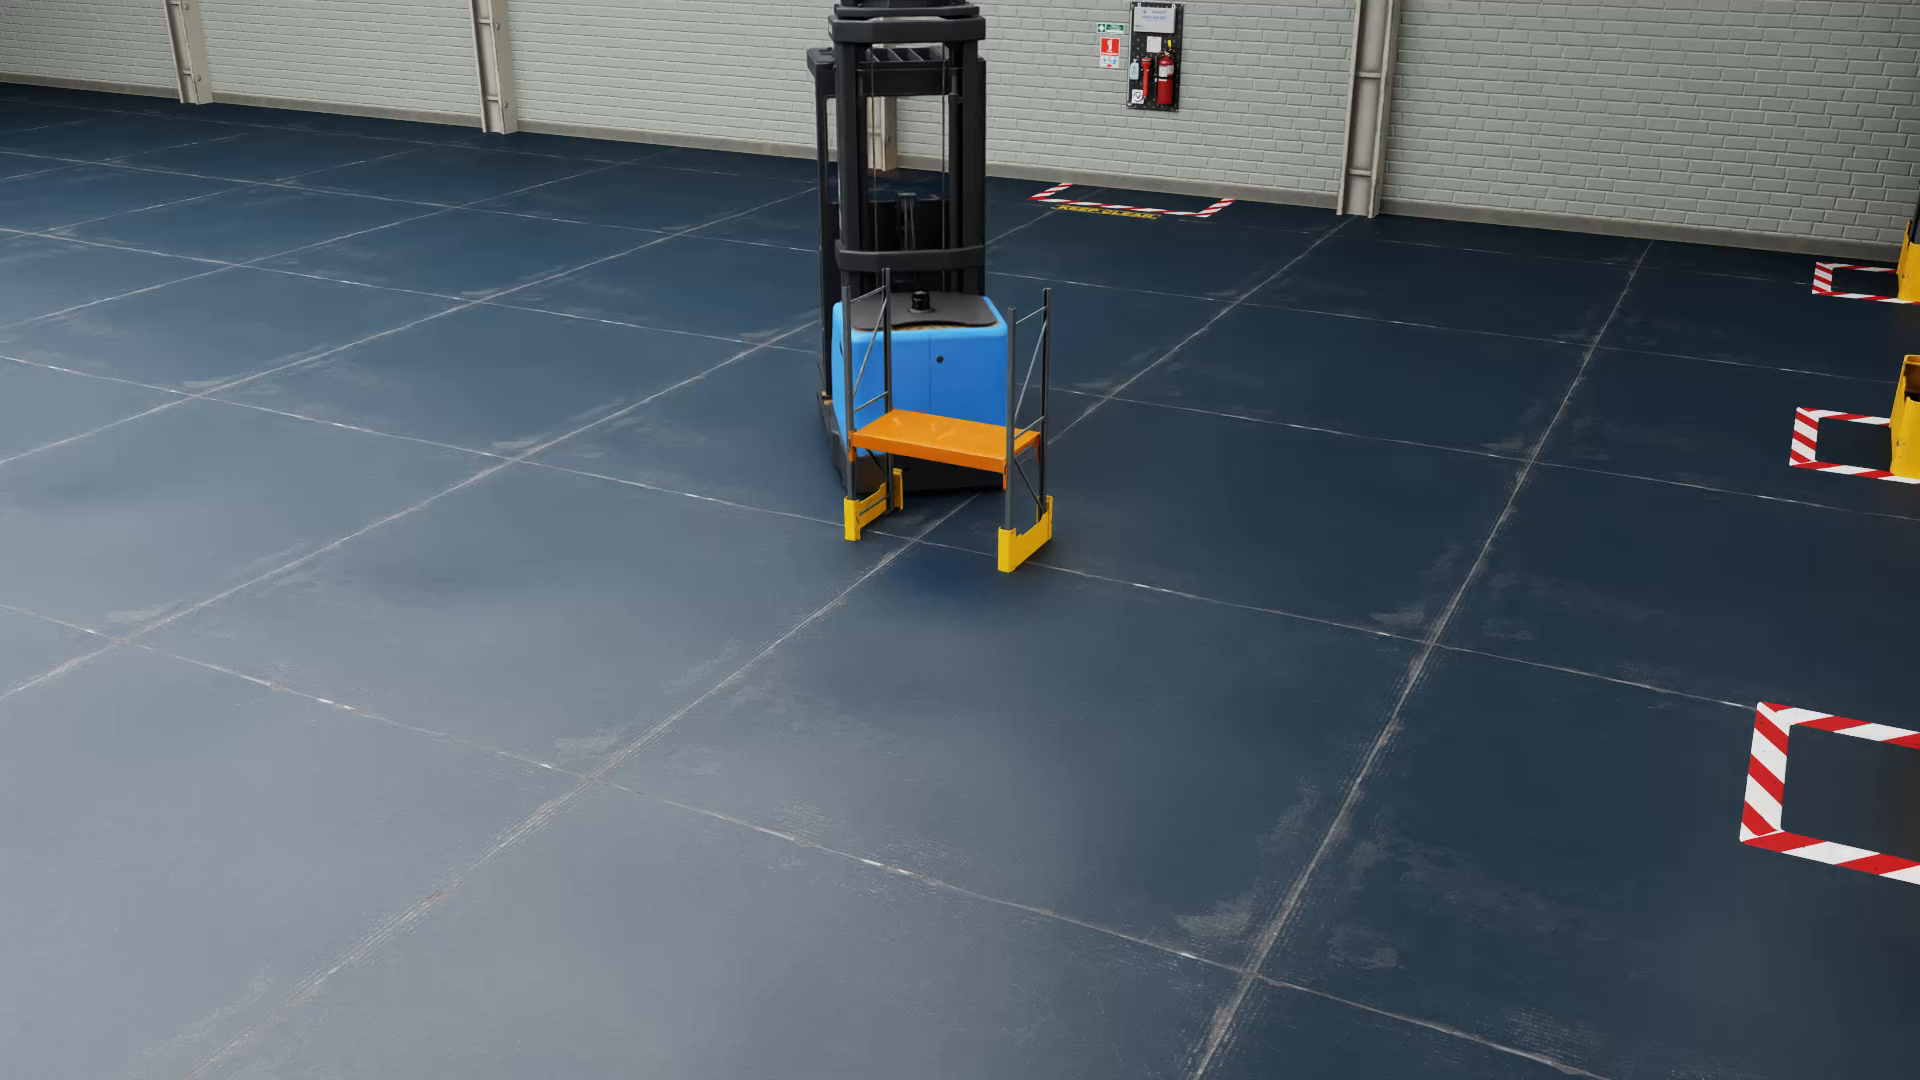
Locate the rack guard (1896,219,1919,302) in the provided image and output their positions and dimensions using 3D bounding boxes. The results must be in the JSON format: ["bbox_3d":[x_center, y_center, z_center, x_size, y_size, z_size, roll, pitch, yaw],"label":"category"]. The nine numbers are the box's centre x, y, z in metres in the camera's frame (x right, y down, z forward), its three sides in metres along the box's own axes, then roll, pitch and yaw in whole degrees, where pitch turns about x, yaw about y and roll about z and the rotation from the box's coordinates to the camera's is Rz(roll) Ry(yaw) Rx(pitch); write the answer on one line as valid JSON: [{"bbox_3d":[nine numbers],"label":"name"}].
[{"bbox_3d":[8.744,-2.535,15.071,0.348,0.500,1.175,11,25,25],"label":"rack guard"}]

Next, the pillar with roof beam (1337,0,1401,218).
[{"bbox_3d":[2.394,-6.194,12.815,0.400,9.000,9.100,11,25,25],"label":"pillar with roof beam"}]

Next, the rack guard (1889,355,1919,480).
[{"bbox_3d":[6.423,-0.822,11.043,0.348,0.500,1.175,11,25,25],"label":"rack guard"}]

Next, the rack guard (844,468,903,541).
[{"bbox_3d":[-0.512,-0.216,9.940,0.087,0.250,0.587,11,25,25],"label":"rack guard"}]

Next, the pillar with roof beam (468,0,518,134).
[{"bbox_3d":[-8.315,-8.313,17.798,0.400,9.000,9.100,11,25,25],"label":"pillar with roof beam"}]

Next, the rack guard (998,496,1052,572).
[{"bbox_3d":[0.376,-0.041,9.526,0.087,0.250,0.587,11,25,25],"label":"rack guard"}]

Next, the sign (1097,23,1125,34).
[{"bbox_3d":[1.701,-5.776,18.777,0.331,0.109,0.001,11,25,25],"label":"sign"}]

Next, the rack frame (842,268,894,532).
[{"bbox_3d":[-0.530,-0.795,9.703,0.032,1.500,0.500,11,25,25],"label":"rack frame"}]

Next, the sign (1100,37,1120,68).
[{"bbox_3d":[1.701,-5.536,18.890,0.234,0.329,0.001,11,25,25],"label":"sign"}]

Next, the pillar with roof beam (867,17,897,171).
[{"bbox_3d":[-2.961,-7.253,15.307,0.400,9.000,9.100,11,25,25],"label":"pillar with roof beam"}]

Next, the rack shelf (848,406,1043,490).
[{"bbox_3d":[-0.076,-0.540,9.562,1.000,0.185,0.538,11,25,25],"label":"rack shelf"}]

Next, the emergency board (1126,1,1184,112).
[{"bbox_3d":[2.148,-5.386,18.582,0.643,1.169,0.194,11,25,25],"label":"emergency board"}]

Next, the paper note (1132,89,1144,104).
[{"bbox_3d":[2.021,-5.036,18.885,0.142,0.148,0.016,11,25,25],"label":"paper note"}]

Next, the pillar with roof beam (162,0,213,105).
[{"bbox_3d":[-13.670,-9.372,20.289,0.400,9.000,9.100,11,25,25],"label":"pillar with roof beam"}]

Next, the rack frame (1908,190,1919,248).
[{"bbox_3d":[8.676,-3.698,14.614,0.127,3.000,1.000,11,25,25],"label":"rack frame"}]

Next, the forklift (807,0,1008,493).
[{"bbox_3d":[-0.415,-2.180,11.131,1.130,2.935,3.031,-4,23,-8],"label":"forklift"}]

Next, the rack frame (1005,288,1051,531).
[{"bbox_3d":[0.378,-0.615,9.281,0.032,1.500,0.500,11,25,25],"label":"rack frame"}]

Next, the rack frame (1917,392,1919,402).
[{"bbox_3d":[6.444,-1.968,10.544,0.127,3.000,1.000,11,25,25],"label":"rack frame"}]

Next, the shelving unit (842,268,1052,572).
[{"bbox_3d":[-0.068,-0.704,9.488,1.083,1.500,0.587,11,25,25],"label":"shelving unit"}]
